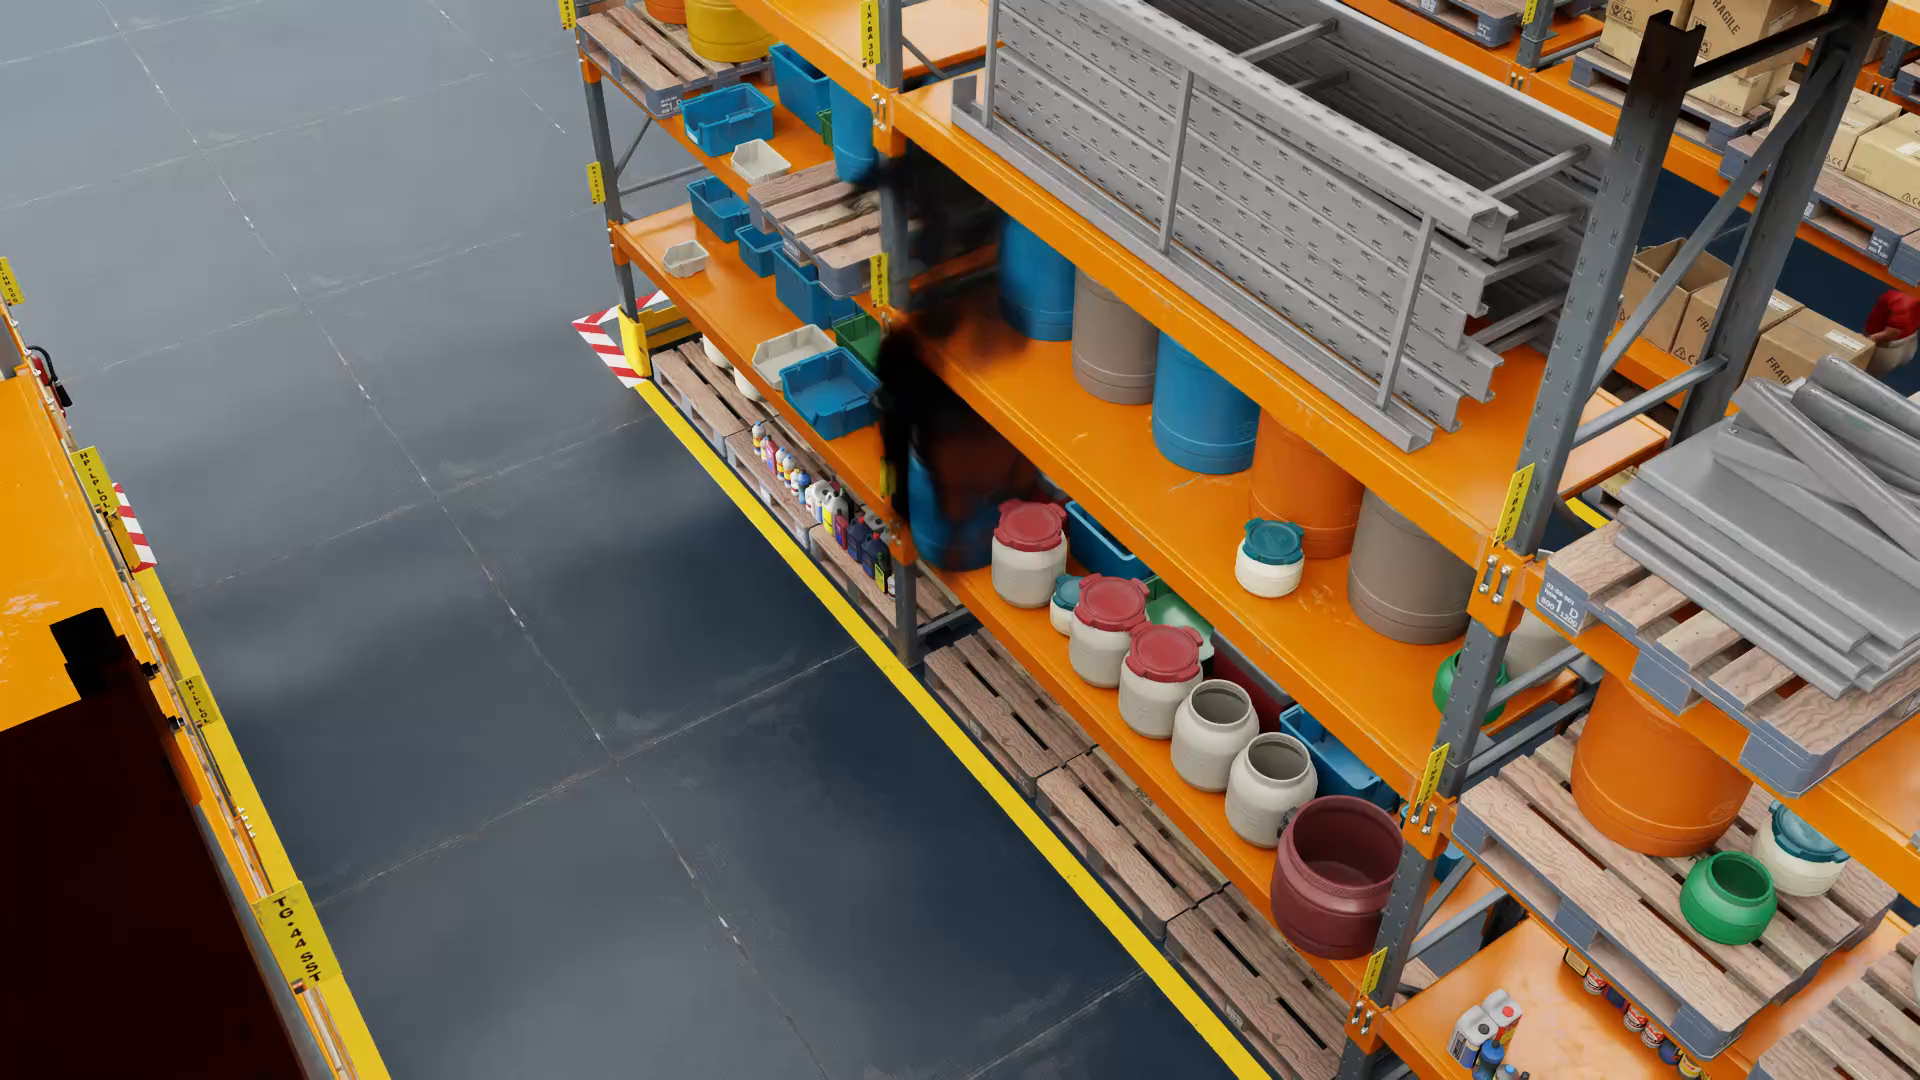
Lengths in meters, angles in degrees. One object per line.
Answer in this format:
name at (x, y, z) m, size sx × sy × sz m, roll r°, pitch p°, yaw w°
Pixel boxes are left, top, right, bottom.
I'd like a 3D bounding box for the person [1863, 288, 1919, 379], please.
person at (6.716, -1.353, 12.056) m, size 0.665 × 1.623 × 0.579 m, roll -20°, pitch 46°, yaw -20°
